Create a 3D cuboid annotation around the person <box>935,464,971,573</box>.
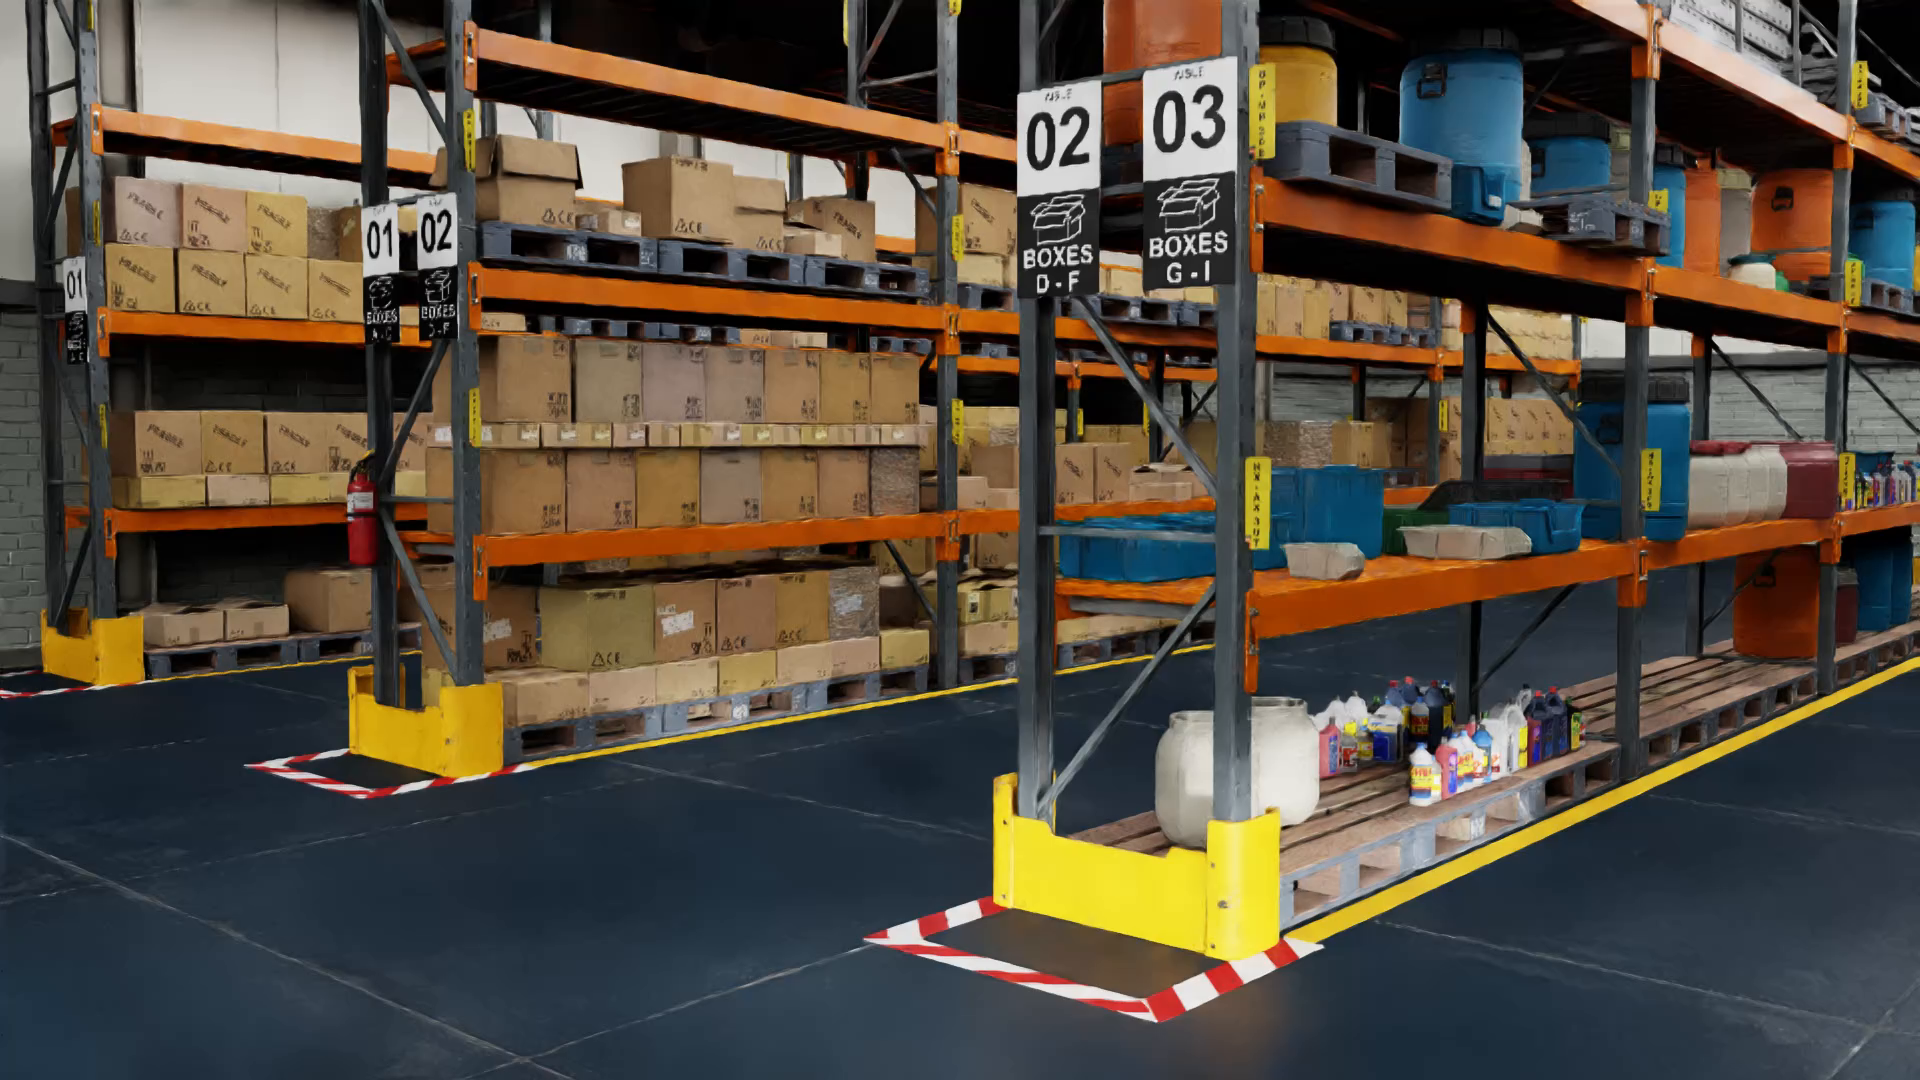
[{"bbox_3d":[-0.079,-0.032,17.226,0.448,1.635,0.600,2,4,22],"label":"person"}]
